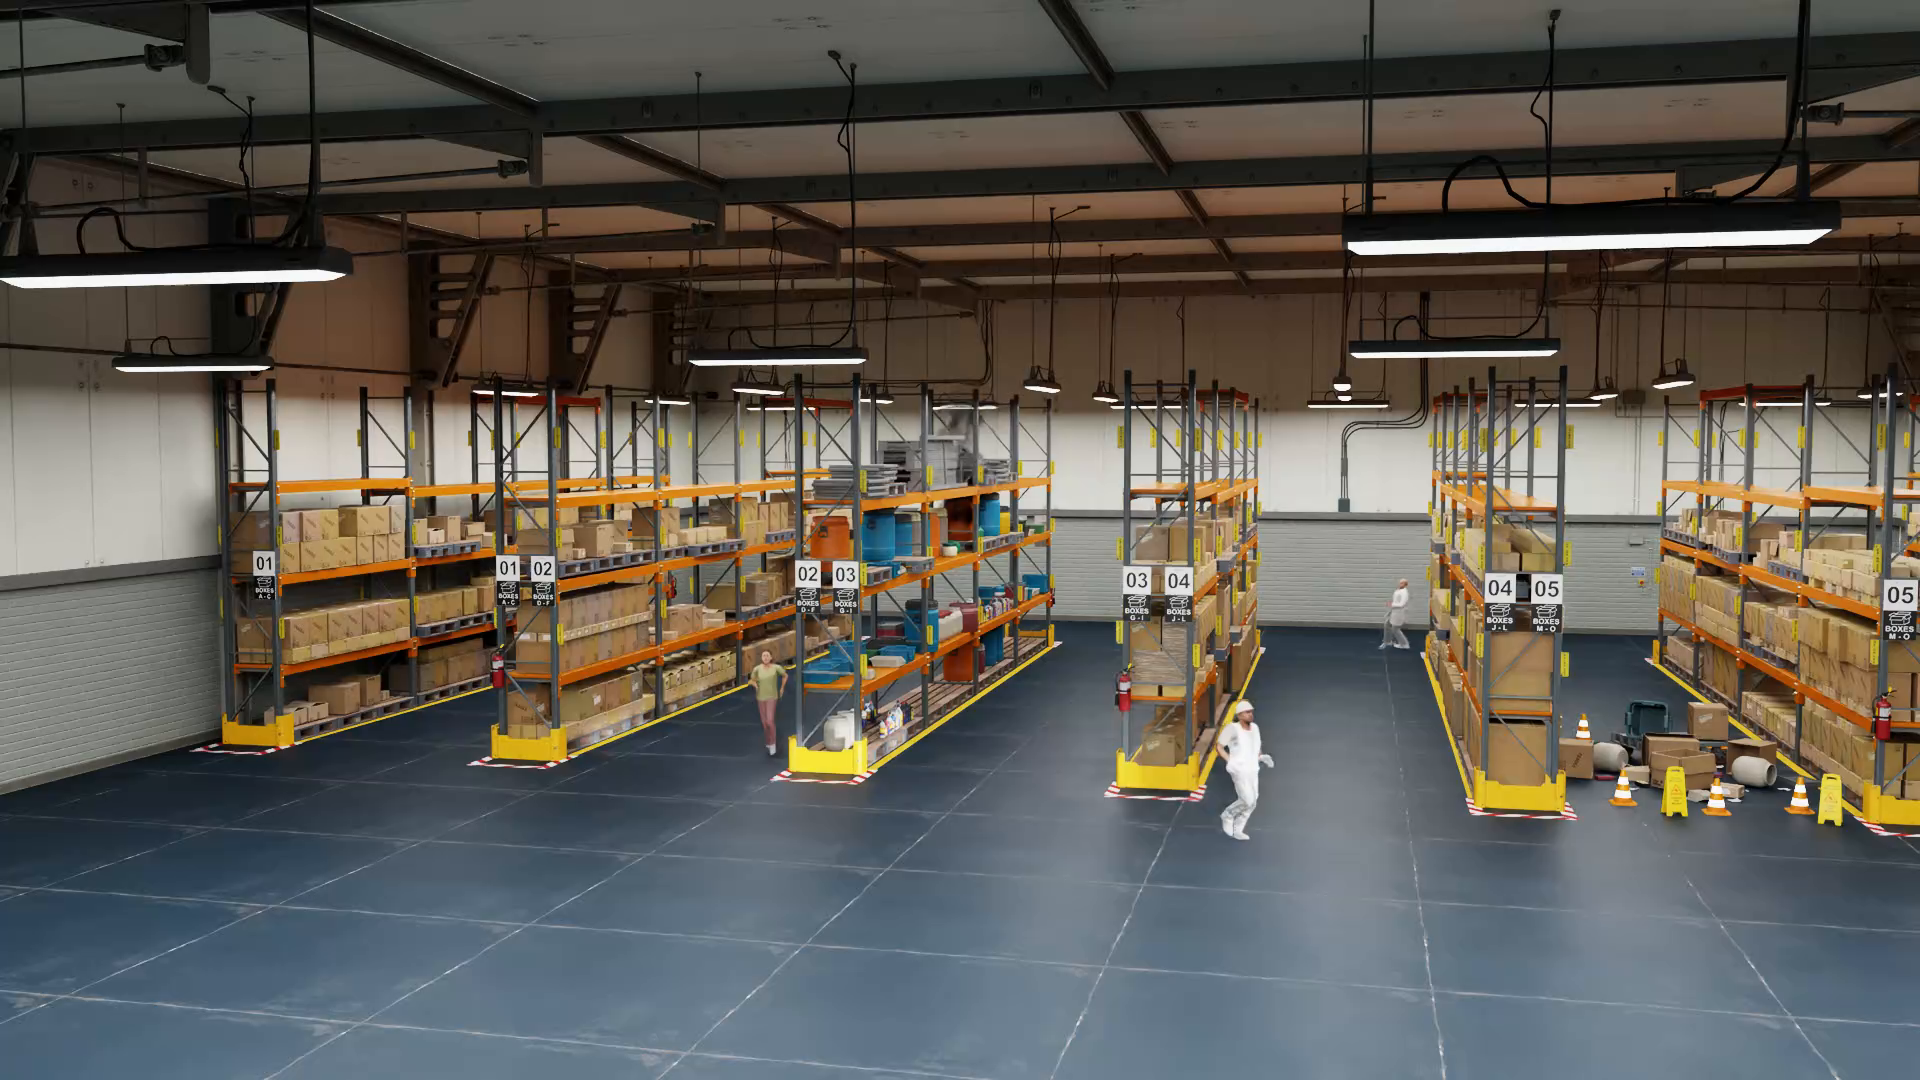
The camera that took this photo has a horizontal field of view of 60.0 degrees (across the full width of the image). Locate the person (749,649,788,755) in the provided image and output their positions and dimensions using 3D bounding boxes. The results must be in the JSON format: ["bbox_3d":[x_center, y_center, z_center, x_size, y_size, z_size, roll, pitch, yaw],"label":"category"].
[{"bbox_3d":[-3.089,2.578,26.626,0.571,1.689,0.678,1,3,9],"label":"person"}]

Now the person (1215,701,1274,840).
[{"bbox_3d":[3.561,2.881,20.730,0.656,1.736,0.582,-3,4,-39],"label":"person"}]

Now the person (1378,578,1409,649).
[{"bbox_3d":[10.368,1.780,39.619,0.706,1.759,0.821,1,3,9],"label":"person"}]
